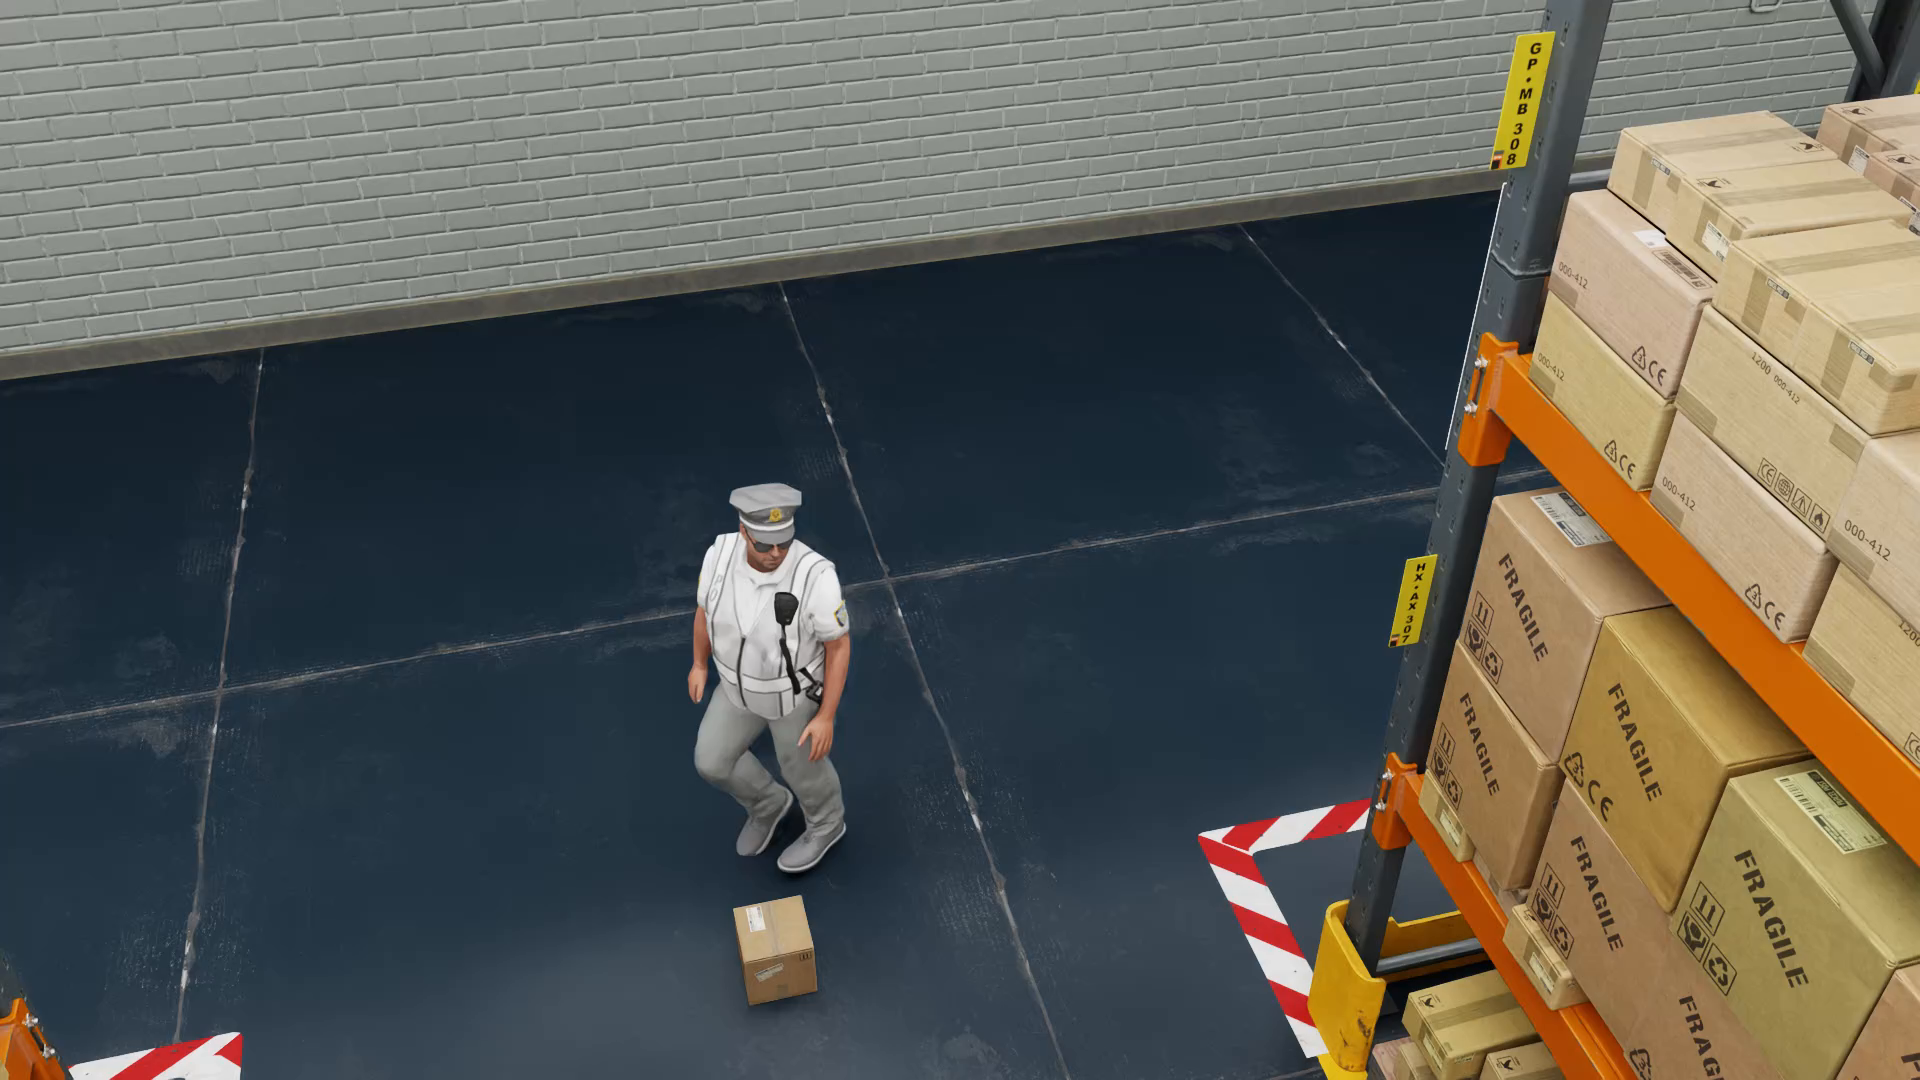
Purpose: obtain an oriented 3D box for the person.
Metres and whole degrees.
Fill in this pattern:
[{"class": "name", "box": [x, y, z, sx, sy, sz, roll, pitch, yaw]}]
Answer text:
[{"class": "person", "box": [-0.697, 0.545, 6.029, 0.651, 1.805, 0.448, 22, 43, 26]}]
